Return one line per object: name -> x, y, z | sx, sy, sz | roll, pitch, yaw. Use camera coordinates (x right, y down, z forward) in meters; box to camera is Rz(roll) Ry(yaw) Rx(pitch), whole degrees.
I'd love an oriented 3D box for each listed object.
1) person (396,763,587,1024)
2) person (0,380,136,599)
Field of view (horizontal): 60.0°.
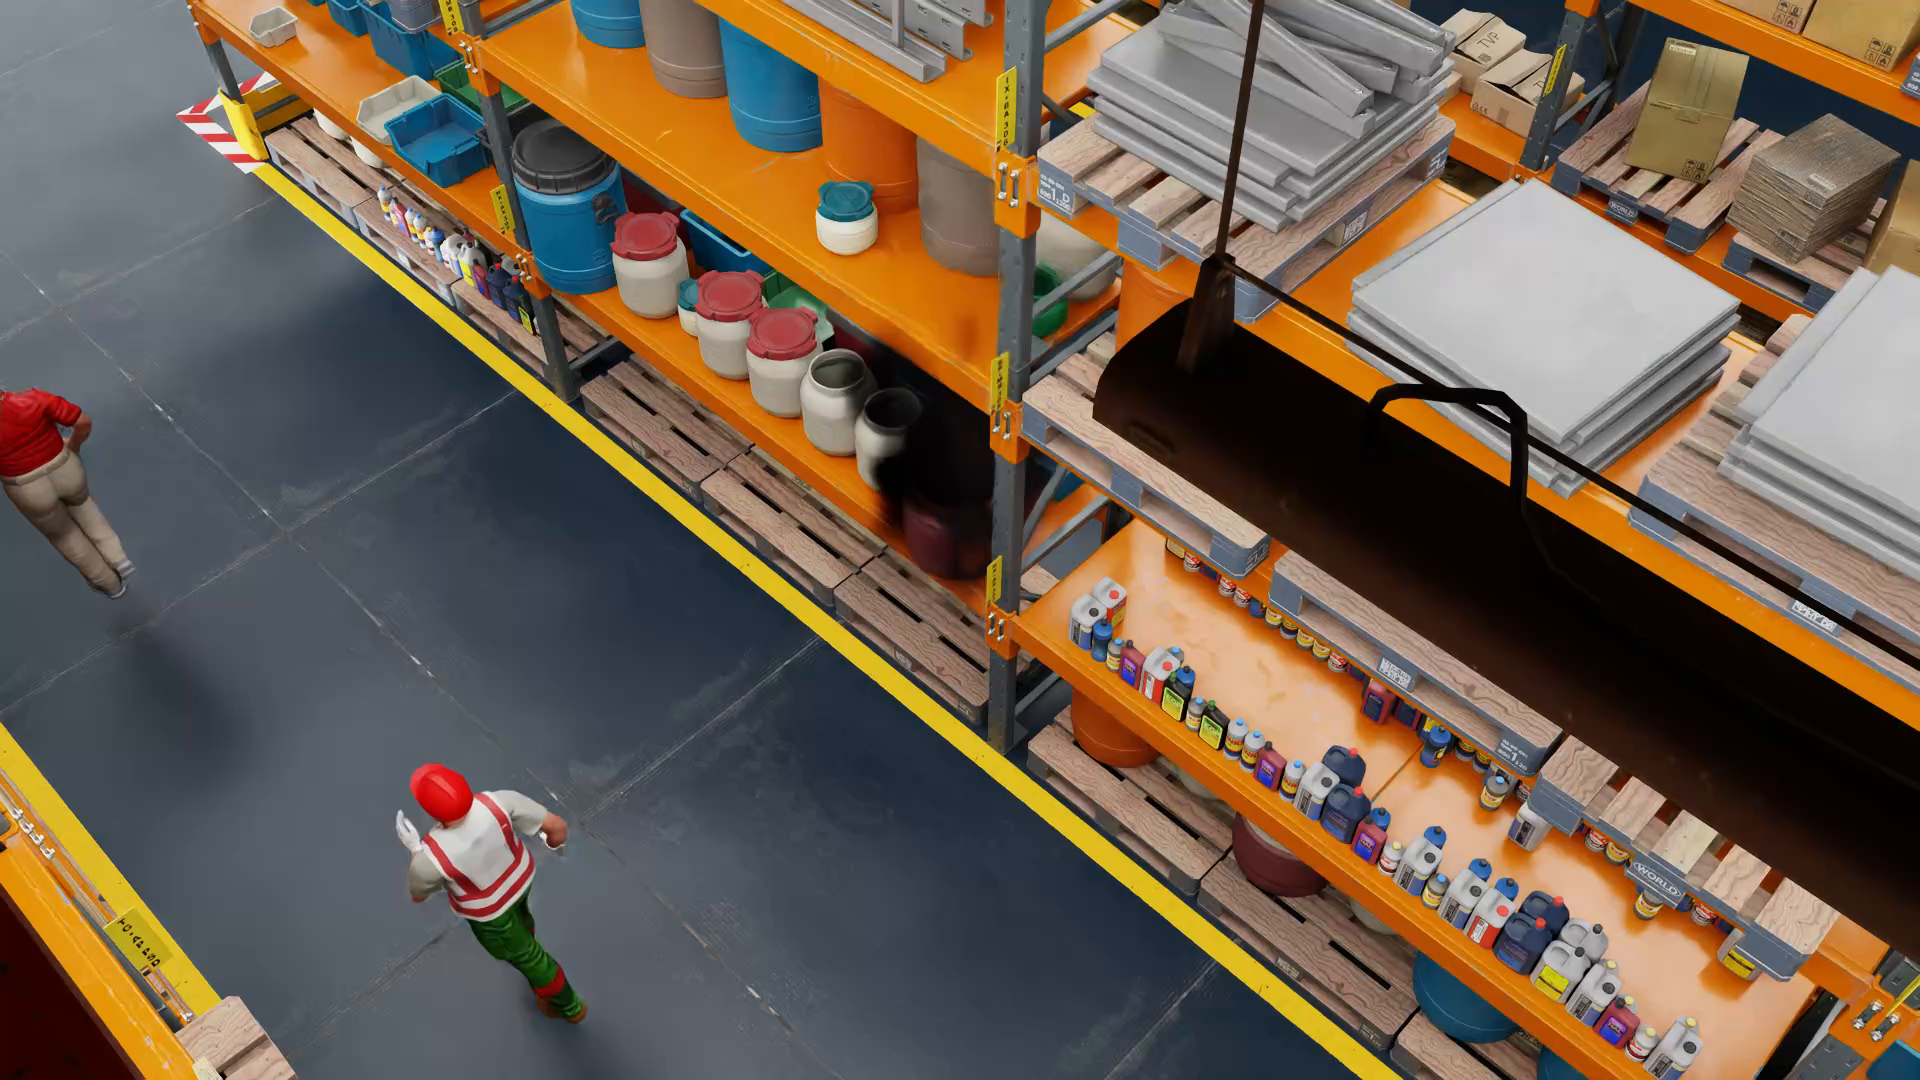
person -> -2.114, 1.587, 7.531 | 0.835, 1.895, 0.643 | 26, 55, 20
person -> -5.079, -0.337, 9.238 | 0.549, 1.796, 0.641 | 34, 58, 25
